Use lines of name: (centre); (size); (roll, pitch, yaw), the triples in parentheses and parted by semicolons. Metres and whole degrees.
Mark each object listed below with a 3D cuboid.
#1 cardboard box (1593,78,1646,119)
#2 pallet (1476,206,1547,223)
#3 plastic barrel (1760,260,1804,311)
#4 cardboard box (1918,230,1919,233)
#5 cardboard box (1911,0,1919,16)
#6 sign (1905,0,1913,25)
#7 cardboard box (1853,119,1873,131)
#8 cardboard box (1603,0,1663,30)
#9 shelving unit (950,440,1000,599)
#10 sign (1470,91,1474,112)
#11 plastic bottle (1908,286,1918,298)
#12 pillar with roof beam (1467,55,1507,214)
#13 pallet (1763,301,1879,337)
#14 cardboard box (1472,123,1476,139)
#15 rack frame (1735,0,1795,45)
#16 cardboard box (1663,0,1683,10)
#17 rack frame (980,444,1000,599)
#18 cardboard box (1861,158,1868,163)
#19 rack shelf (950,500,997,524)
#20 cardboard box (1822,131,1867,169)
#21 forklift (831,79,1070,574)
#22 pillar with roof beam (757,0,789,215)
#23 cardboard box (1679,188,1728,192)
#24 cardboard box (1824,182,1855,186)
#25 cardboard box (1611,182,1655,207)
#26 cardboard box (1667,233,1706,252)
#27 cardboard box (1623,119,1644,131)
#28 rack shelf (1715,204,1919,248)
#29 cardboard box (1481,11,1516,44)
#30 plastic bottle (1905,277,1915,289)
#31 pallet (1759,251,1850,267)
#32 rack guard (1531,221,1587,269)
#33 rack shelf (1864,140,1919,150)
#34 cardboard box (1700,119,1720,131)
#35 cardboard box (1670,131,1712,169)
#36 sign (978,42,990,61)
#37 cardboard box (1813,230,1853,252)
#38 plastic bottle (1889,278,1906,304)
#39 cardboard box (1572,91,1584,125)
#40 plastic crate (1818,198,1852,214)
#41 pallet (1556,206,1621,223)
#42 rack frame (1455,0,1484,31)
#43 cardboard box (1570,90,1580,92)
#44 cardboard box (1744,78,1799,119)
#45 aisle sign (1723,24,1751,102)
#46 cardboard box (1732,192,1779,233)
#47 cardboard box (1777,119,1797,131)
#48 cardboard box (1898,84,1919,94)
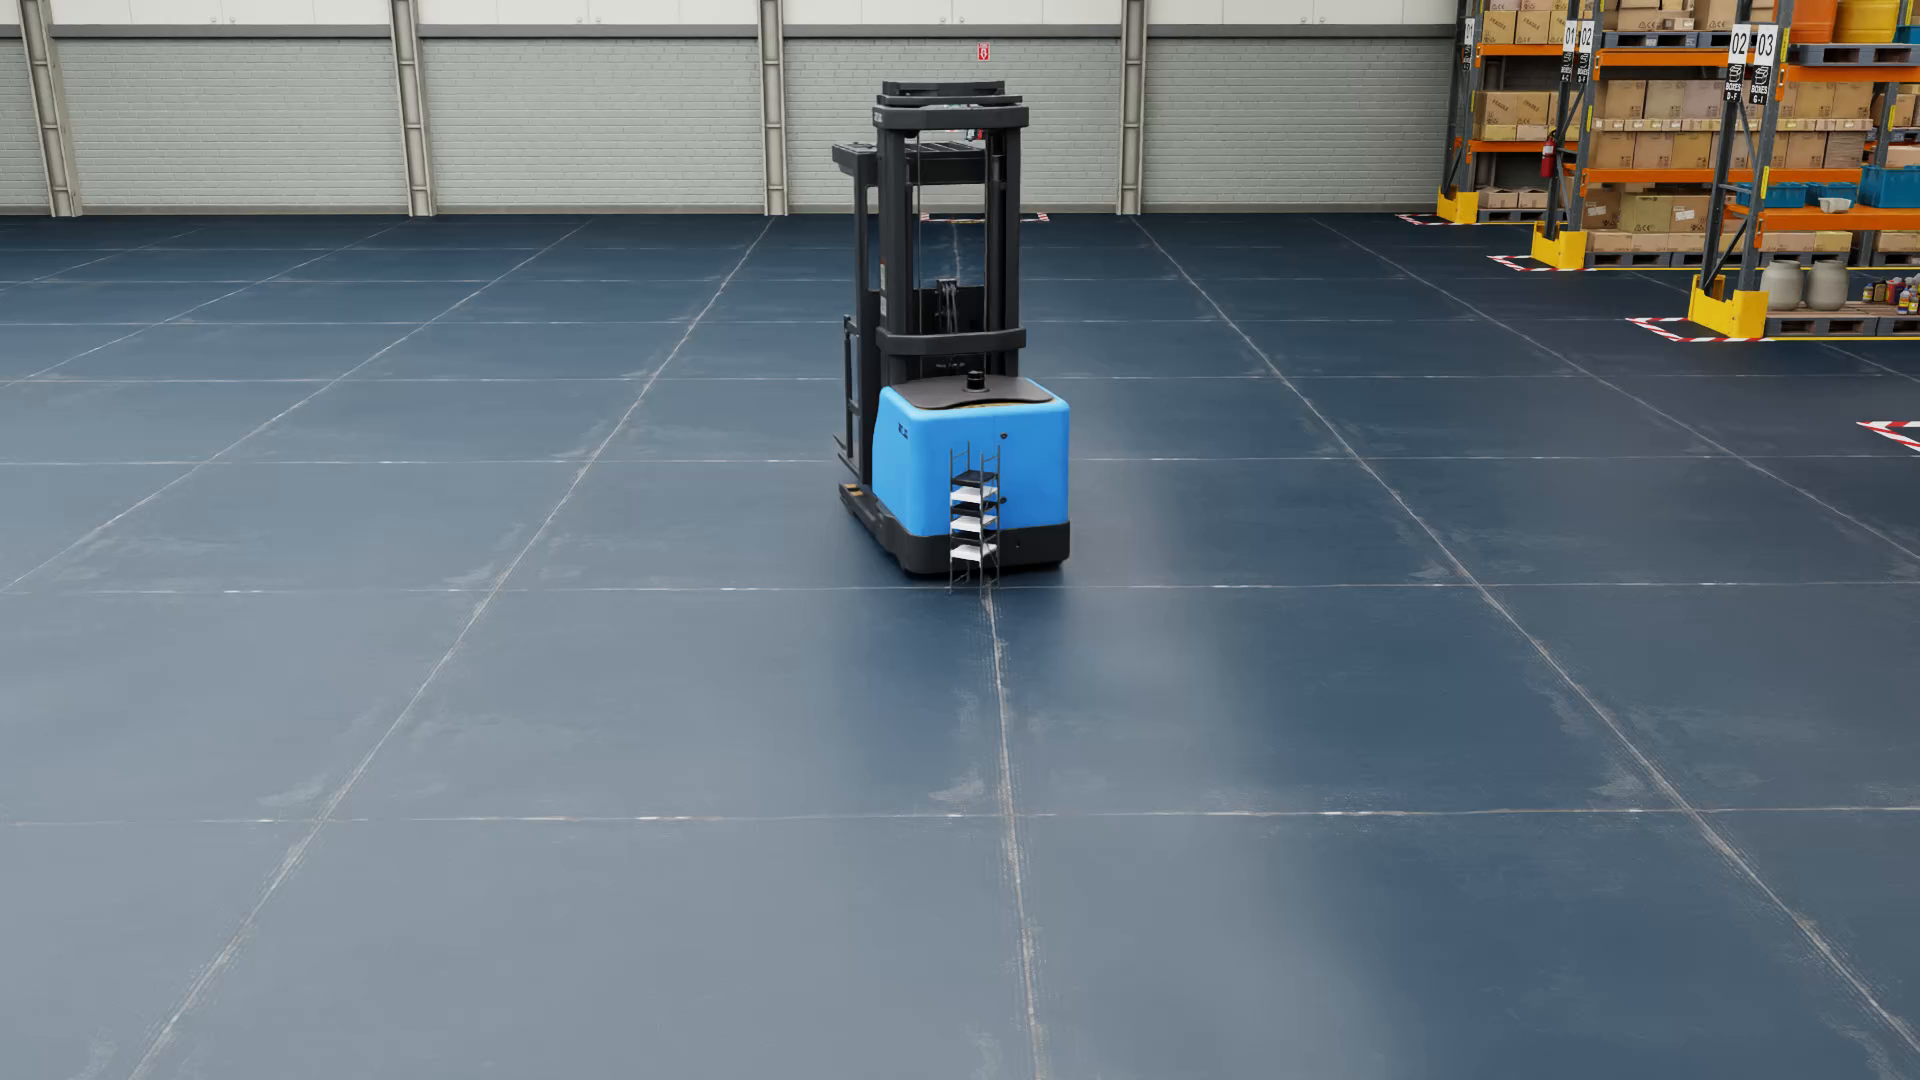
cardboard box: (8.792, -5.925, 22.319); (0.500, 0.500, 0.700); (0, 18, -1)
pallet: (9.079, -5.439, 27.658); (1.213, 0.211, 1.003); (0, 18, -1)
plastic barrel: (9.003, -2.790, 18.219); (0.421, 0.512, 0.421); (0, 18, 0)
cardboard box: (13.189, -4.364, 22.638); (0.500, 0.311, 0.500); (0, 18, -2)
cardboard box: (12.889, -7.185, 21.954); (0.500, 0.500, 0.500); (0, 18, 0)
sign: (12.282, -6.823, 21.519); (0.005, 0.325, 0.100); (0, 18, -1)
cardboard box: (12.003, -5.570, 22.274); (0.250, 0.149, 0.380); (0, 18, -1)
cardboard box: (8.846, -7.006, 21.982); (0.637, 0.503, 0.797); (1, 18, 3)
shelving unit: (0.090, -0.123, 9.956); (0.210, 0.900, 0.258); (9, 20, 26)
sign: (8.198, -7.020, 26.604); (0.005, 0.325, 0.100); (0, 18, -1)
plastic bottle: (10.587, -2.723, 18.487); (0.097, 0.201, 0.097); (0, 18, 0)
pillar with roof beam: (8.944, -8.583, 23.072); (0.400, 9.000, 9.100); (0, 18, -1)
pallet: (9.234, -2.437, 18.299); (1.213, 0.211, 1.003); (0, 18, -1)
cardboard box: (8.654, -6.773, 27.464); (0.500, 0.250, 0.500); (0, 18, 0)
rack frame: (8.346, -6.605, 16.904); (0.127, 3.000, 1.000); (0, 18, -1)
cardboard box: (11.142, -8.663, 26.400); (0.500, 0.500, 0.500); (1, 18, 2)
rack frame: (0.180, -0.108, 9.911); (0.006, 0.900, 0.240); (9, 20, 26)
cardboard box: (14.899, -6.186, 27.564); (0.500, 0.250, 0.500); (0, 18, 0)
rack shelf: (0.090, -0.176, 9.939); (0.200, 0.077, 0.258); (9, 20, 26)
cardboard box: (11.828, -5.324, 22.569); (0.500, 0.500, 0.700); (-1, 18, -2)
forklift: (-0.223, -1.601, 11.239); (1.130, 2.935, 3.031); (-5, 19, -16)
pillar with roof beam: (-3.055, -8.525, 22.891); (0.400, 9.000, 9.100); (0, 18, -1)
cardboard box: (10.303, -4.613, 23.104); (0.500, 0.500, 0.500); (0, 18, -1)
cardboard box: (14.456, -5.834, 27.696); (0.500, 0.500, 0.700); (0, 18, -1)
cardboard box: (11.152, -5.795, 27.574); (0.500, 0.500, 0.500); (-2, 18, -5)
cardboard box: (9.811, -4.092, 22.707); (0.500, 0.250, 0.500); (0, 18, -1)
cardboard box: (8.931, -5.555, 22.229); (0.250, 0.149, 0.380); (-1, 18, -2)
rack shelf: (10.346, -3.415, 17.960); (4.000, 0.370, 1.077); (0, 18, -1)
cardboard box: (8.528, -8.184, 26.543); (0.500, 0.500, 0.500); (0, 18, 1)
plastic bottle: (10.567, -2.797, 18.594); (0.135, 0.276, 0.152); (-1, 18, -2)
pallet: (11.475, -3.961, 23.050); (1.213, 0.211, 1.003); (0, 18, -1)
rack guard: (8.248, -4.070, 22.918); (0.348, 0.500, 1.175); (0, 18, -1)
rack shelf: (14.189, -6.460, 27.453); (4.000, 0.370, 1.077); (0, 18, -1)
cardboard box: (9.955, -5.560, 22.244); (0.250, 0.149, 0.380); (-1, 18, -2)
cardboard box: (9.760, -5.311, 22.530); (0.500, 0.500, 0.700); (0, 18, 0)
sign: (0.396, -8.146, 27.736); (0.199, 0.298, 0.001); (0, 18, -1)
cardboard box: (11.811, -4.102, 22.737); (0.500, 0.250, 0.500); (0, 18, -1)
plastic bottle: (10.430, -2.767, 18.489); (0.133, 0.283, 0.061); (0, 18, -1)
cardboard box: (10.199, -6.985, 26.898); (0.500, 0.500, 0.500); (0, 18, 1)
plastic crate: (9.246, -3.528, 17.568); (0.250, 0.136, 0.298); (0, 18, -1)
pallet: (10.295, -5.444, 27.674); (1.213, 0.211, 1.003); (0, 18, -1)
rack frame: (8.190, -9.630, 26.336); (0.127, 3.000, 1.000); (0, 18, -1)
cardboard box: (10.182, -7.142, 27.385); (0.500, 0.500, 0.500); (0, 18, 0)
cardboard box: (10.822, -5.936, 22.355); (0.500, 0.500, 0.700); (0, 18, -1)
aisle sign: (8.270, -5.076, 17.705); (0.004, 0.787, 0.394); (0, 18, -1)
cardboard box: (10.811, -4.456, 22.615); (0.500, 0.500, 0.500); (0, 18, -1)
cardboard box: (10.985, -5.565, 22.261); (0.250, 0.149, 0.380); (0, 18, -1)
cardboard box: (15.523, -7.361, 27.139); (0.250, 0.149, 0.380); (-3, 18, -10)
